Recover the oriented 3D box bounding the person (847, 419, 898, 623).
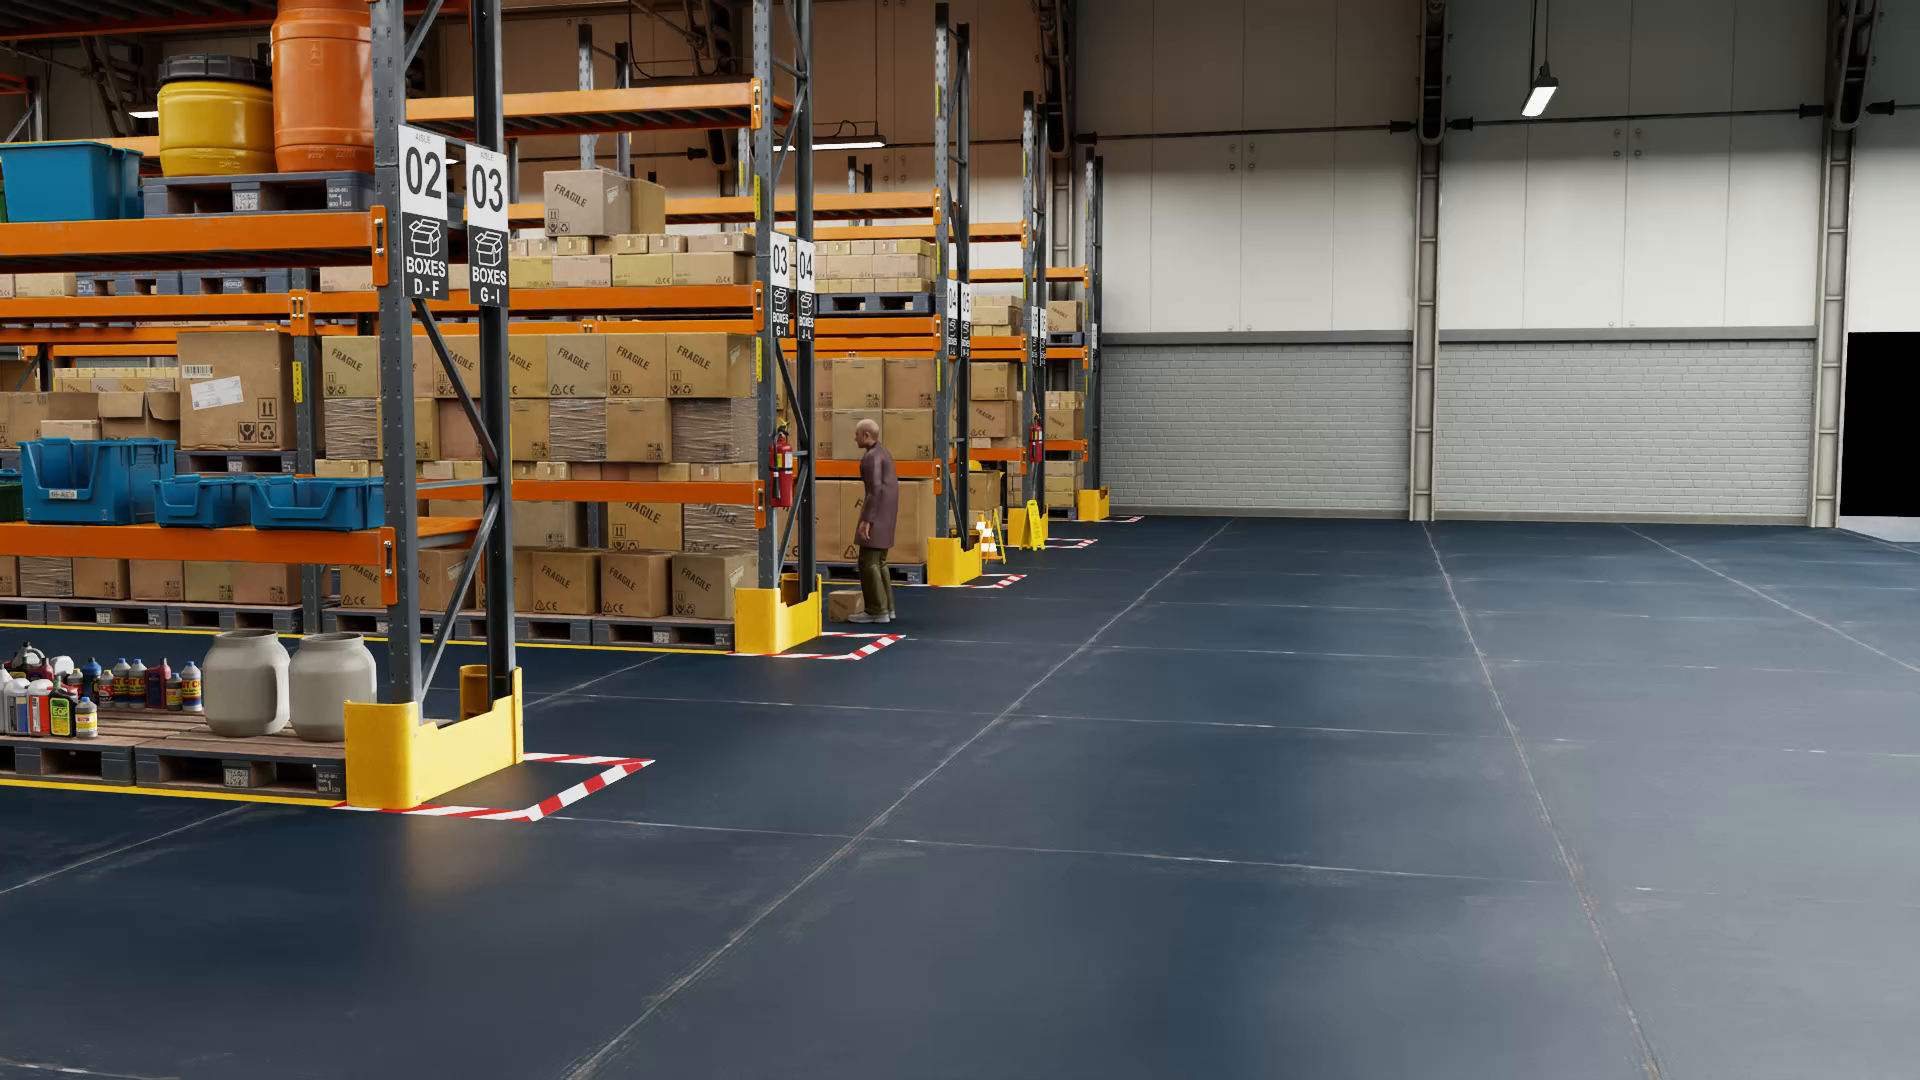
[{"bbox_3d":[-0.754,-0.169,14.524,0.429,1.772,0.648,1,5,9],"label":"person"}]
